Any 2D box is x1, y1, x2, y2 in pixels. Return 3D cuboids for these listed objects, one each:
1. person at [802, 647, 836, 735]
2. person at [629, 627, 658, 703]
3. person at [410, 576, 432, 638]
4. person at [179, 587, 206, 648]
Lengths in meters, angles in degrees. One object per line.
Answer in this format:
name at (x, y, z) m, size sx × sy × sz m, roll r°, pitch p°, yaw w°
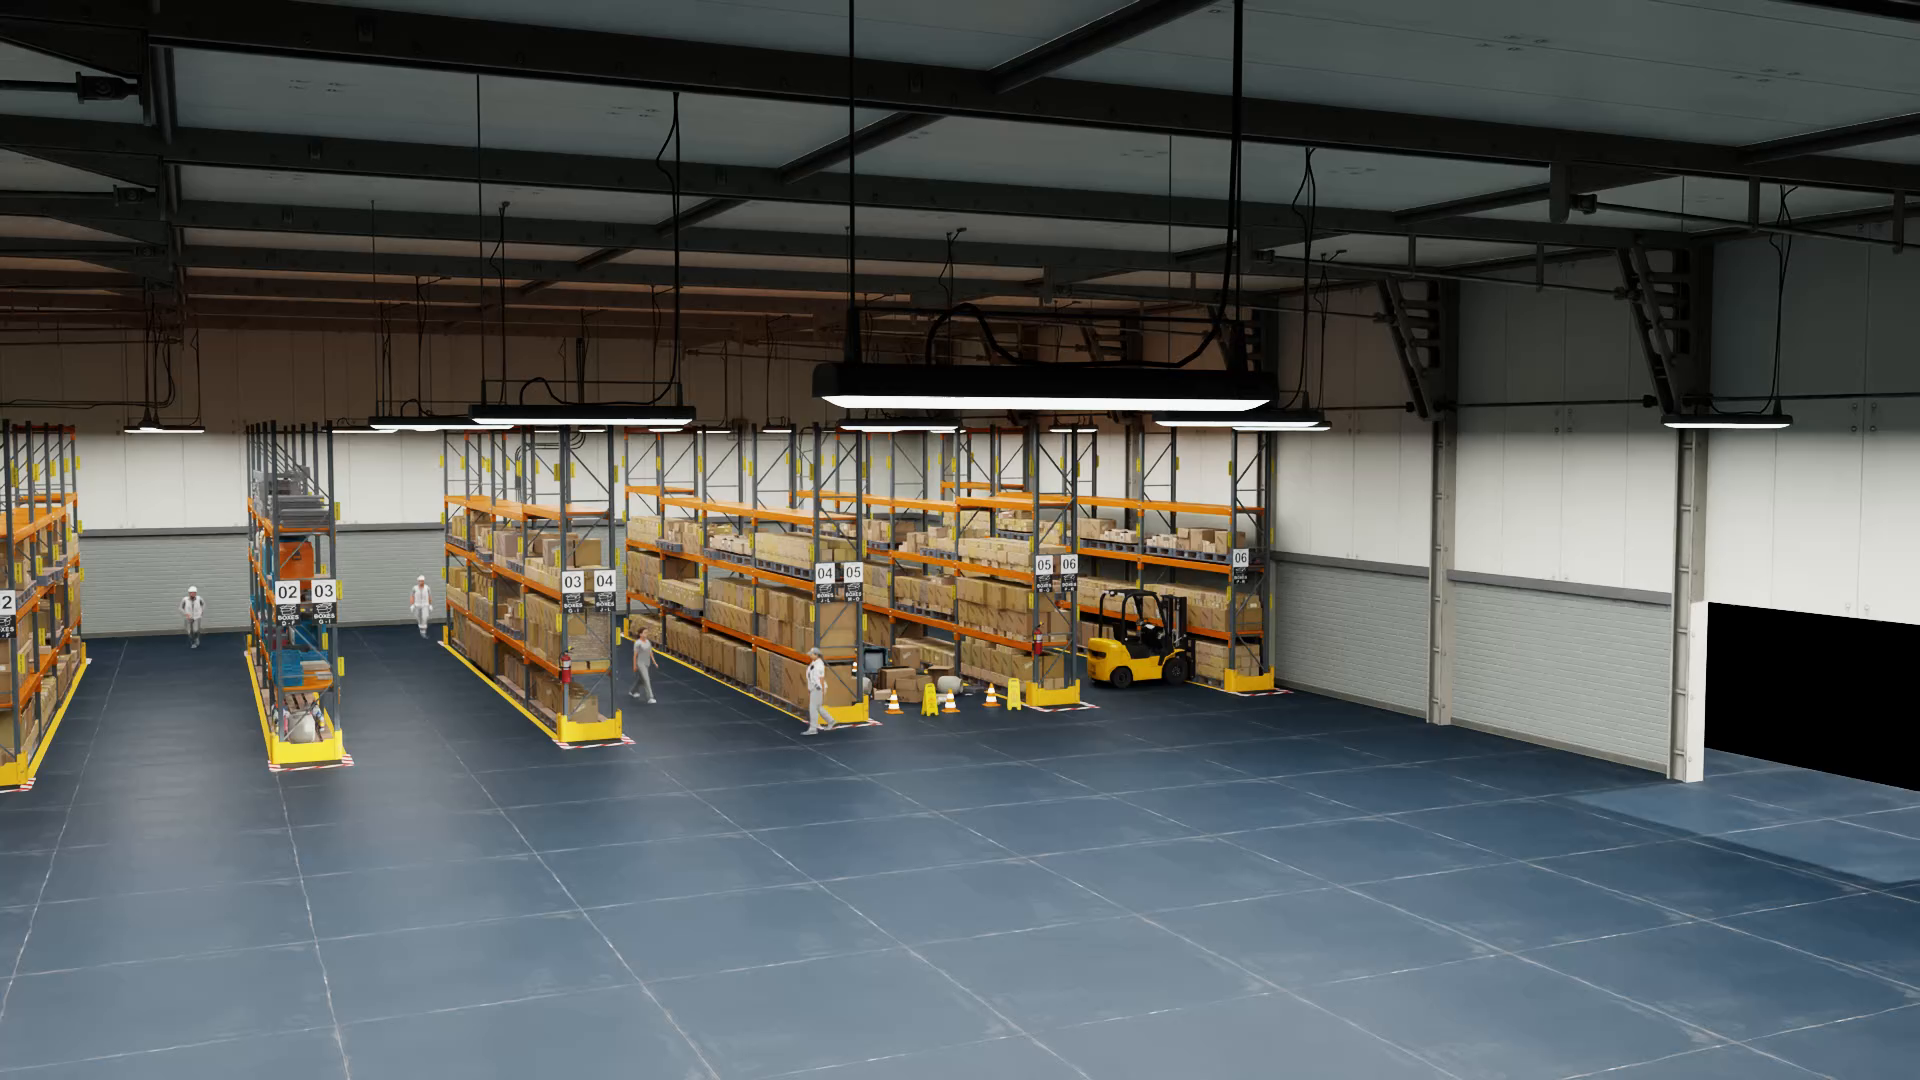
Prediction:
person at (-2.724, 2.889, 32.007) m, size 0.712 × 1.653 × 0.461 m, roll -1°, pitch 4°, yaw -15°
person at (-6.810, 2.667, 35.708) m, size 1.099 × 1.609 × 0.508 m, roll 3°, pitch 5°, yaw 40°
person at (-15.301, 1.885, 47.110) m, size 0.529 × 1.717 × 1.049 m, roll 0°, pitch 4°, yaw -5°
person at (-20.678, 2.083, 44.821) m, size 0.618 × 1.681 × 0.723 m, roll -1°, pitch 4°, yaw -15°
